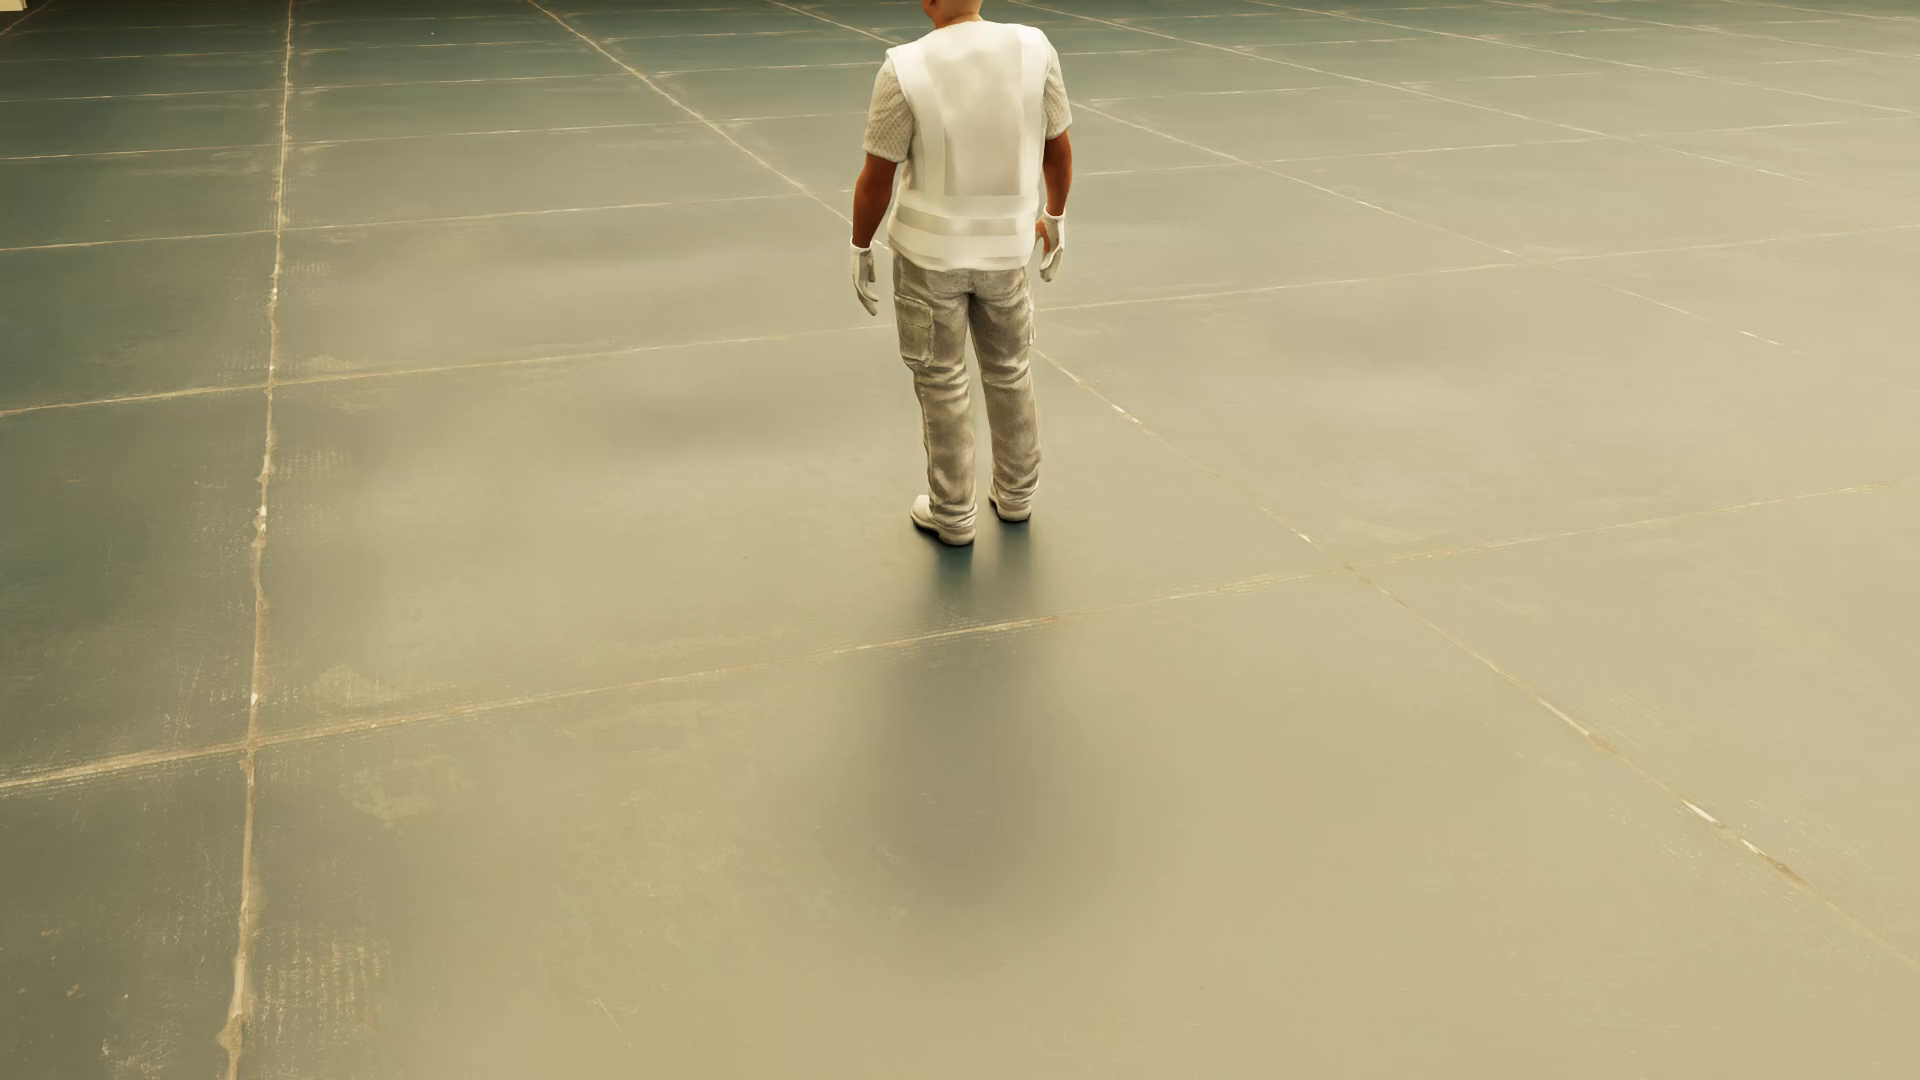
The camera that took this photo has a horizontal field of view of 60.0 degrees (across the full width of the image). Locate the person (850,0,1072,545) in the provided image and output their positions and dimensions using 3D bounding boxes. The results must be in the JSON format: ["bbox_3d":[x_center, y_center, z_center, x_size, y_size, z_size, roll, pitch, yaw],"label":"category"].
[{"bbox_3d":[-0.017,-0.856,4.796,0.656,1.781,0.577,-8,24,-18],"label":"person"}]
